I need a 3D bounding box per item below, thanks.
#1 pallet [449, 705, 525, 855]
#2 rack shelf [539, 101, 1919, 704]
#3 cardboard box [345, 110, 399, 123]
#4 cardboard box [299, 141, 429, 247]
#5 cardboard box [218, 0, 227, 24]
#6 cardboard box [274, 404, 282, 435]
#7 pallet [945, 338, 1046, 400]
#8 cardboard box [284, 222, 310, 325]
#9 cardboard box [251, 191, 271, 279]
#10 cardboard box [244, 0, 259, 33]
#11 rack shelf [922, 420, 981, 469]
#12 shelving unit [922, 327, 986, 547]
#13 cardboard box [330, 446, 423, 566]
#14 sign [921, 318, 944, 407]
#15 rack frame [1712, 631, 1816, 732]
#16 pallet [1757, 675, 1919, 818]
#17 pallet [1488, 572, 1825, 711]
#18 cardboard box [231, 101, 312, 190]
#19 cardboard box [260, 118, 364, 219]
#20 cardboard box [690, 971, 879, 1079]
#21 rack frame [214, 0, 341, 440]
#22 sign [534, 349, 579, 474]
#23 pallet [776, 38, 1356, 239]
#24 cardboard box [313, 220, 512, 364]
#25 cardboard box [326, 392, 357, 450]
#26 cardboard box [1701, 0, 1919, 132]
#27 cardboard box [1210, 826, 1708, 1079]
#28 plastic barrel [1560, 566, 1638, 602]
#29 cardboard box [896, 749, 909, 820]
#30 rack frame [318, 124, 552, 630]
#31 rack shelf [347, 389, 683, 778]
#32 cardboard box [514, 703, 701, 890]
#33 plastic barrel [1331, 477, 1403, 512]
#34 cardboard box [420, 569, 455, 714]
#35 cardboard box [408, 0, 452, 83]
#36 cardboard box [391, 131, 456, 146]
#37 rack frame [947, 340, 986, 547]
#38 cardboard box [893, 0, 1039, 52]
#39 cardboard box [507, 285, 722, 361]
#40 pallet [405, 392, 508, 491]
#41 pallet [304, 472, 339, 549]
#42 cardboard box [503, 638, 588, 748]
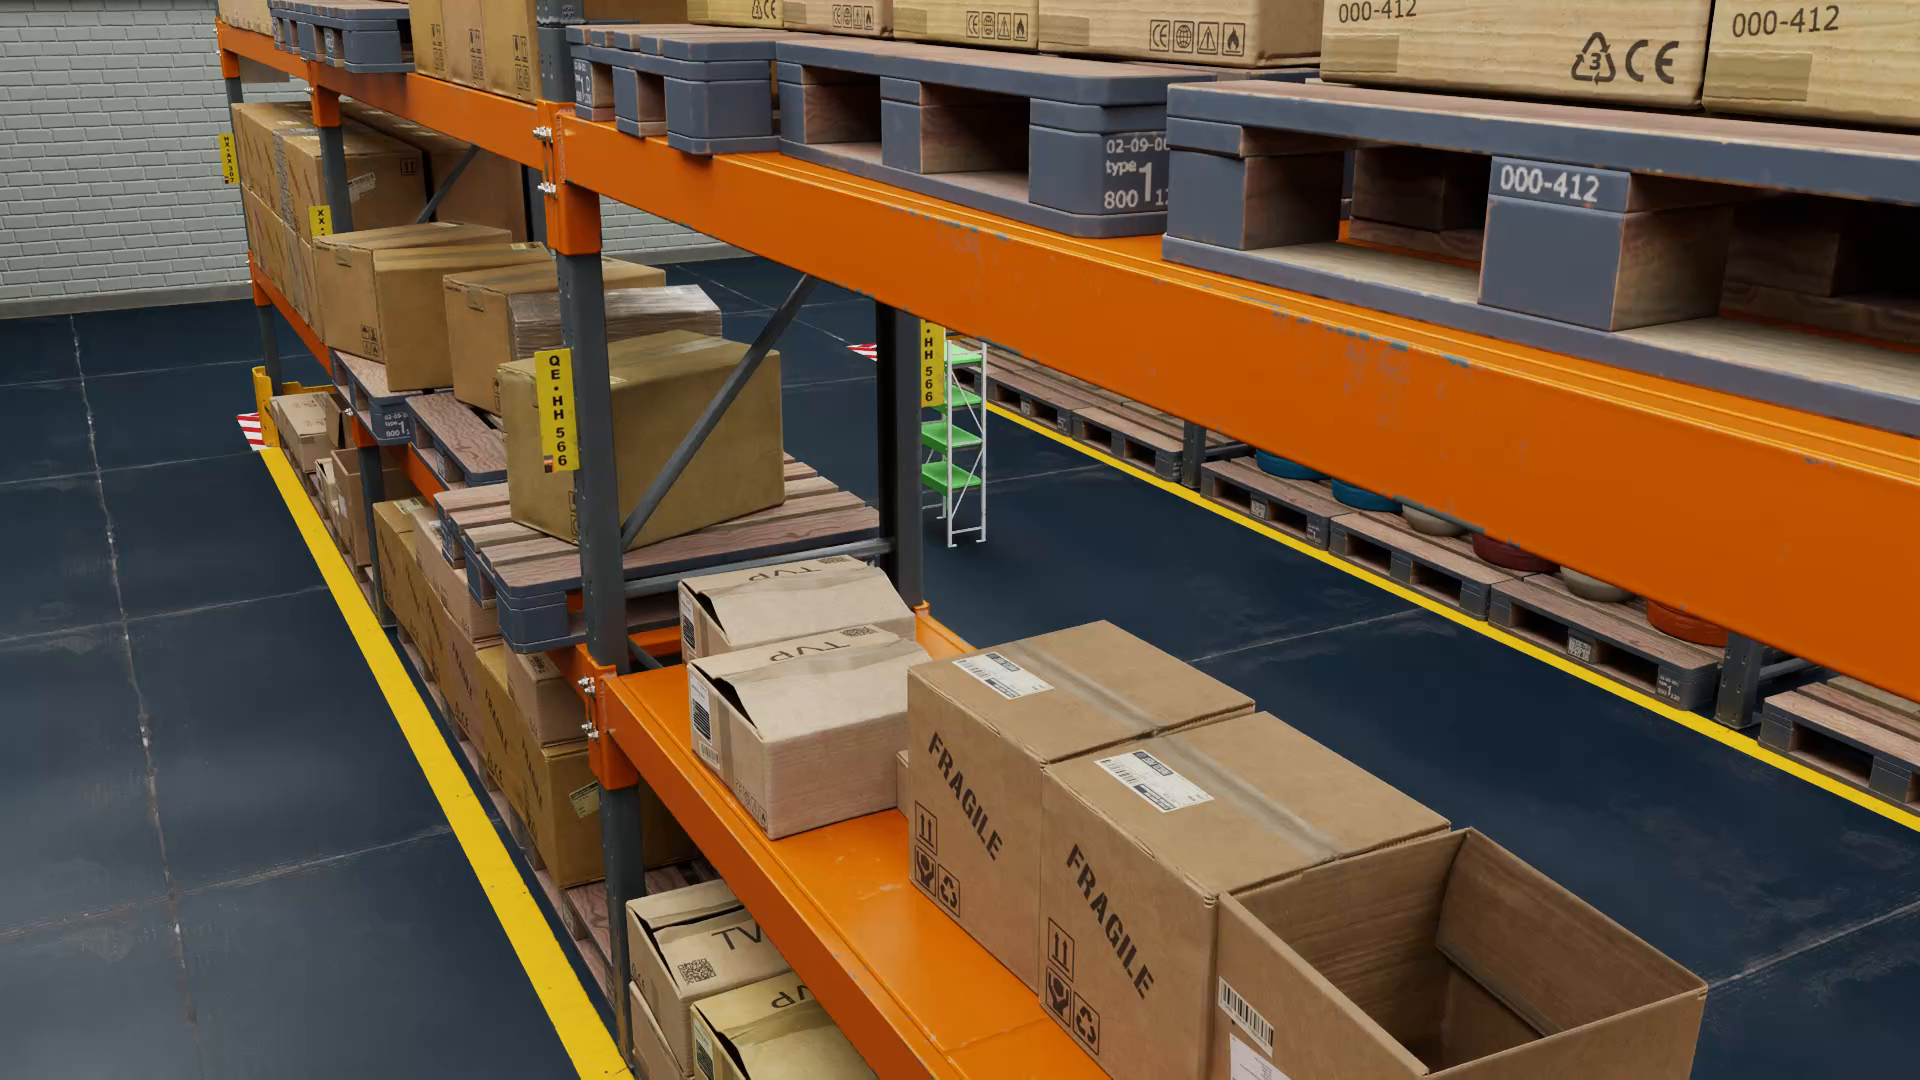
[{"bbox_3d":[-1.475,0.835,6.889,1.003,0.211,1.213,-10,21,-27],"label":"pallet"},{"bbox_3d":[0.371,-0.417,2.747,1.077,0.370,4.000,-10,21,-27],"label":"rack shelf"},{"bbox_3d":[-3.433,-2.352,10.162,0.500,0.500,0.500,-9,21,-25],"label":"cardboard box"},{"bbox_3d":[-2.946,-1.687,8.235,0.500,0.500,0.500,-10,21,-26],"label":"cardboard box"},{"bbox_3d":[-4.357,-3.370,10.431,0.500,0.250,0.500,-10,21,-27],"label":"cardboard box"},{"bbox_3d":[-4.362,-0.834,11.118,0.380,0.166,0.250,-10,21,-27],"label":"cardboard box"},{"bbox_3d":[0.341,-1.415,13.409,1.003,0.211,1.213,-10,21,-27],"label":"pallet"},{"bbox_3d":[-3.433,-1.508,9.249,0.500,0.500,0.500,-9,21,-25],"label":"cardboard box"},{"bbox_3d":[-4.149,-1.942,10.507,0.500,0.500,0.500,-10,22,-27],"label":"cardboard box"},{"bbox_3d":[-3.649,-2.939,9.181,0.500,0.250,0.500,-10,21,-27],"label":"cardboard box"},{"bbox_3d":[-0.079,-0.554,9.594,0.258,0.148,0.480,-10,21,-27],"label":"rack shelf"},{"bbox_3d":[-0.079,-0.615,9.573,0.258,1.200,0.503,-10,21,-27],"label":"shelving unit"},{"bbox_3d":[-2.998,-0.208,8.793,0.500,0.500,0.500,-10,21,-27],"label":"cardboard box"},{"bbox_3d":[-0.092,-0.548,4.845,0.100,0.325,0.005,-10,21,-27],"label":"sign"},{"bbox_3d":[3.783,-0.680,7.003,1.000,3.000,0.127,-10,21,-27],"label":"rack frame"},{"bbox_3d":[4.116,0.867,6.796,1.003,0.211,1.213,-10,21,-27],"label":"pallet"},{"bbox_3d":[3.371,0.419,8.095,1.003,0.211,1.213,-10,21,-27],"label":"pallet"},{"bbox_3d":[-4.399,-2.562,10.771,0.500,0.500,0.500,-9,21,-25],"label":"cardboard box"},{"bbox_3d":[-3.669,-2.123,9.499,0.500,0.500,0.500,-10,22,-27],"label":"cardboard box"},{"bbox_3d":[-0.331,1.268,4.070,0.500,0.311,0.500,-11,22,-28],"label":"cardboard box"},{"bbox_3d":[-4.377,-2.210,11.438,1.000,3.000,0.127,-10,21,-27],"label":"rack frame"},{"bbox_3d":[-1.052,-0.337,4.355,0.100,0.325,0.005,-10,21,-27],"label":"sign"},{"bbox_3d":[0.356,-0.741,2.870,1.003,0.211,1.213,-9,21,-24],"label":"pallet"},{"bbox_3d":[-2.450,-1.137,7.531,0.500,0.500,0.700,16,25,39],"label":"cardboard box"},{"bbox_3d":[-3.375,-0.628,10.006,0.797,0.503,0.637,-10,21,-27],"label":"cardboard box"},{"bbox_3d":[1.037,-0.489,1.438,0.500,0.250,0.500,-8,20,-21],"label":"cardboard box"},{"bbox_3d":[0.720,0.813,2.523,0.500,0.500,0.500,-8,21,-23],"label":"cardboard box"},{"bbox_3d":[3.188,0.012,8.169,0.421,0.512,0.421,0,19,0],"label":"plastic barrel"},{"bbox_3d":[0.077,0.563,3.788,0.380,0.149,0.250,-8,21,-23],"label":"cardboard box"},{"bbox_3d":[-2.478,-1.062,8.110,1.000,3.000,0.127,-10,21,-27],"label":"rack frame"},{"bbox_3d":[-1.528,-0.148,6.564,1.077,0.370,4.000,-10,21,-27],"label":"rack shelf"},{"bbox_3d":[-1.229,0.828,5.791,0.500,0.500,0.500,-9,21,-25],"label":"cardboard box"},{"bbox_3d":[2.463,-0.673,9.555,0.600,0.901,0.708,-10,21,-27],"label":"plastic barrel"},{"bbox_3d":[-1.969,0.384,7.076,0.500,0.500,0.500,-10,21,-26],"label":"cardboard box"},{"bbox_3d":[-1.304,-1.794,5.481,0.910,0.500,0.500,-10,21,-27],"label":"cardboard box"},{"bbox_3d":[-2.699,-1.909,8.878,0.500,0.500,0.500,-11,22,-28],"label":"cardboard box"},{"bbox_3d":[0.037,-0.545,9.370,0.240,1.200,0.015,-10,21,-27],"label":"rack frame"},{"bbox_3d":[0.213,-1.024,2.988,0.500,0.250,0.500,-10,22,-28],"label":"cardboard box"},{"bbox_3d":[-1.243,-0.615,6.017,0.700,0.500,0.500,-6,20,-16],"label":"cardboard box"},{"bbox_3d":[-1.506,-0.380,6.429,1.003,0.211,1.213,-10,21,-27],"label":"pallet"},{"bbox_3d":[-3.387,-0.291,10.153,1.003,0.211,1.213,-10,21,-27],"label":"pallet"},{"bbox_3d":[-1.260,0.458,5.714,0.500,0.250,0.500,-9,21,-25],"label":"cardboard box"}]
